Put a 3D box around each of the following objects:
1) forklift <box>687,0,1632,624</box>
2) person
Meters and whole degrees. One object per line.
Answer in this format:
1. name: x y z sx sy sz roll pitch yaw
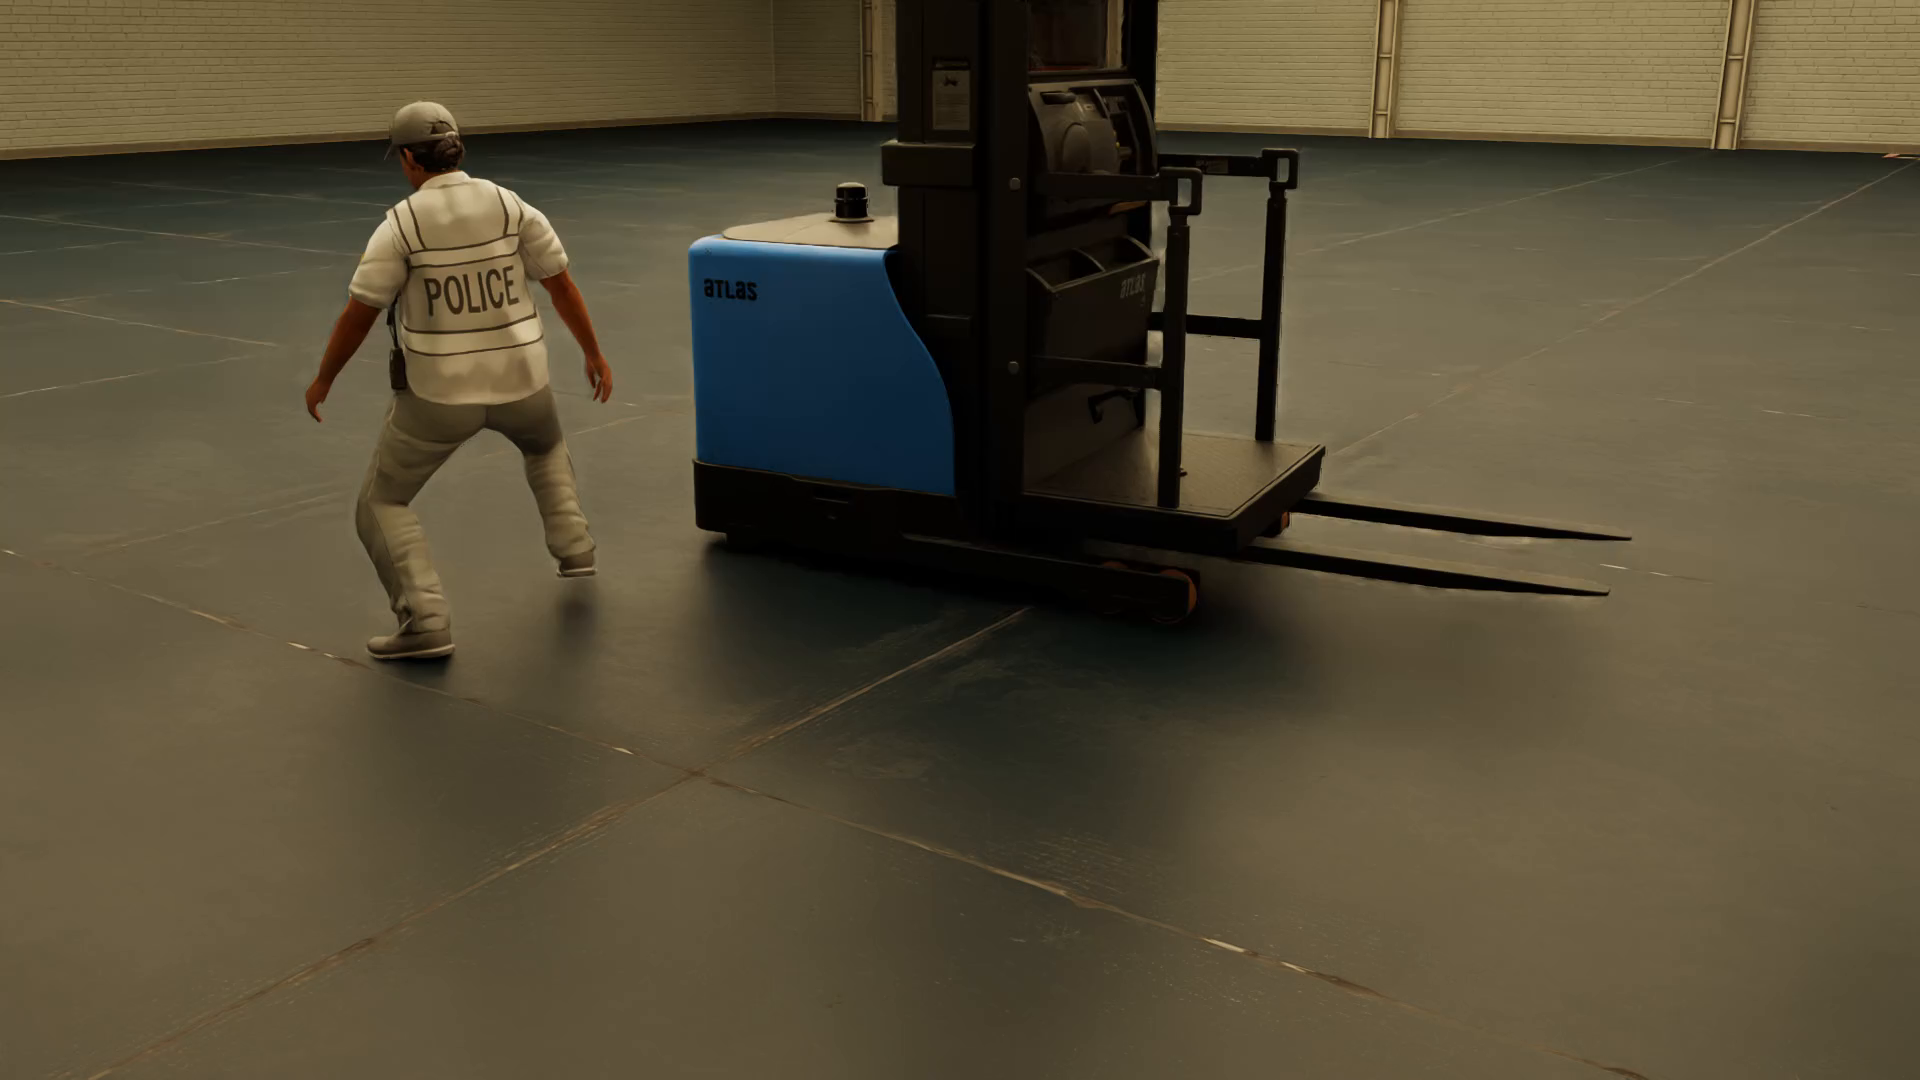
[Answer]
1. forklift: 0.615 -1.320 5.245 3.031 2.935 1.130 8 19 26
2. person: -1.454 -0.482 4.891 0.865 1.568 0.590 -9 19 -29
